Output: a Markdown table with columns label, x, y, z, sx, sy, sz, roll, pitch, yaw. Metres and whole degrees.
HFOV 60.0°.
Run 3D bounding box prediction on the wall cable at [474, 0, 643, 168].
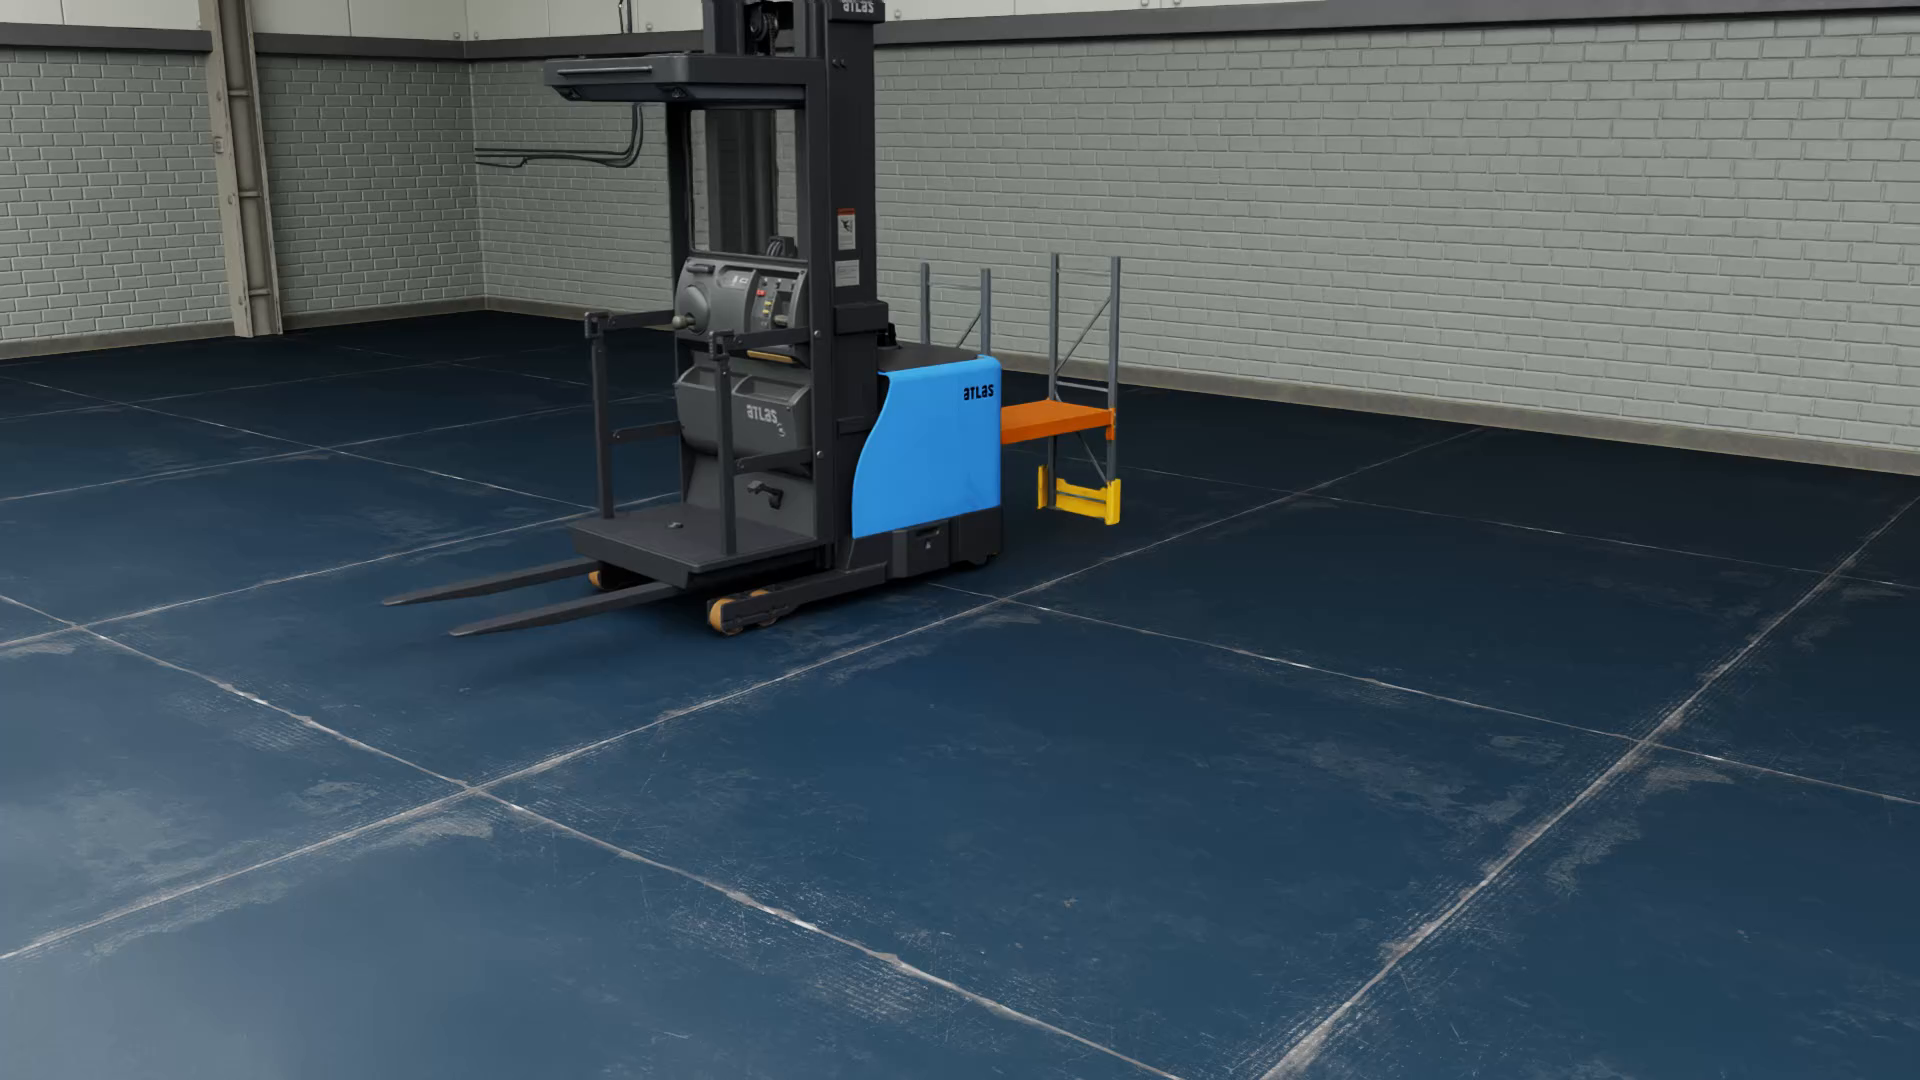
| label | x | y | z | sx | sy | sz | roll | pitch | yaw |
| --- | --- | --- | --- | --- | --- | --- | --- | --- | --- |
| wall cable | -4.611 | -5.411 | 18.454 | 3.097 | 2.526 | 0.112 | 11 | 18 | 38 |

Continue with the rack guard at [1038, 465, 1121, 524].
| label | x | y | z | sx | sy | sz | roll | pitch | yaw |
| --- | --- | --- | --- | --- | --- | --- | --- | --- | --- |
| rack guard | 0.688 | -0.268 | 9.668 | 0.087 | 0.250 | 0.587 | -13 | 19 | -42 |

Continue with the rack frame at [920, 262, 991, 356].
| label | x | y | z | sx | sy | sz | roll | pitch | yaw |
| --- | --- | --- | --- | --- | --- | --- | --- | --- | --- |
| rack frame | -0.027 | -0.702 | 8.841 | 0.032 | 1.500 | 0.500 | -13 | 19 | -42 |

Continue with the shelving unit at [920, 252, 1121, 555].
| label | x | y | z | sx | sy | sz | roll | pitch | yaw |
| --- | --- | --- | --- | --- | --- | --- | --- | --- | --- |
| shelving unit | 0.331 | -0.788 | 9.178 | 1.083 | 1.500 | 0.587 | -13 | 19 | -42 |

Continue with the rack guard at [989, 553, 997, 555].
| label | x | y | z | sx | sy | sz | roll | pitch | yaw |
| --- | --- | --- | --- | --- | --- | --- | --- | --- | --- |
| rack guard | -0.026 | -0.097 | 8.996 | 0.087 | 0.250 | 0.587 | -13 | 19 | -42 |

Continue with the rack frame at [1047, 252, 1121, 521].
| label | x | y | z | sx | sy | sz | roll | pitch | yaw |
| --- | --- | --- | --- | --- | --- | --- | --- | --- | --- |
| rack frame | 0.702 | -0.877 | 9.528 | 0.032 | 1.500 | 0.500 | -13 | 19 | -42 |

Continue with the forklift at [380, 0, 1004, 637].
| label | x | y | z | sx | sy | sz | roll | pitch | yaw |
| --- | --- | --- | --- | --- | --- | --- | --- | --- | --- |
| forklift | -1.182 | -1.138 | 7.650 | 3.031 | 2.935 | 1.130 | -13 | 19 | -42 |

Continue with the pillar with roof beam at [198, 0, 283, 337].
| label | x | y | z | sx | sy | sz | roll | pitch | yaw |
| --- | --- | --- | --- | --- | --- | --- | --- | --- | --- |
| pillar with roof beam | -4.143 | -5.890 | 14.034 | 9.100 | 9.000 | 0.400 | 11 | 18 | 38 |

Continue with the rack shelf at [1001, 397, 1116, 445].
| label | x | y | z | sx | sy | sz | roll | pitch | yaw |
| --- | --- | --- | --- | --- | --- | --- | --- | --- | --- |
| rack shelf | 0.338 | -0.615 | 9.229 | 1.000 | 0.185 | 0.538 | -13 | 19 | -42 |
